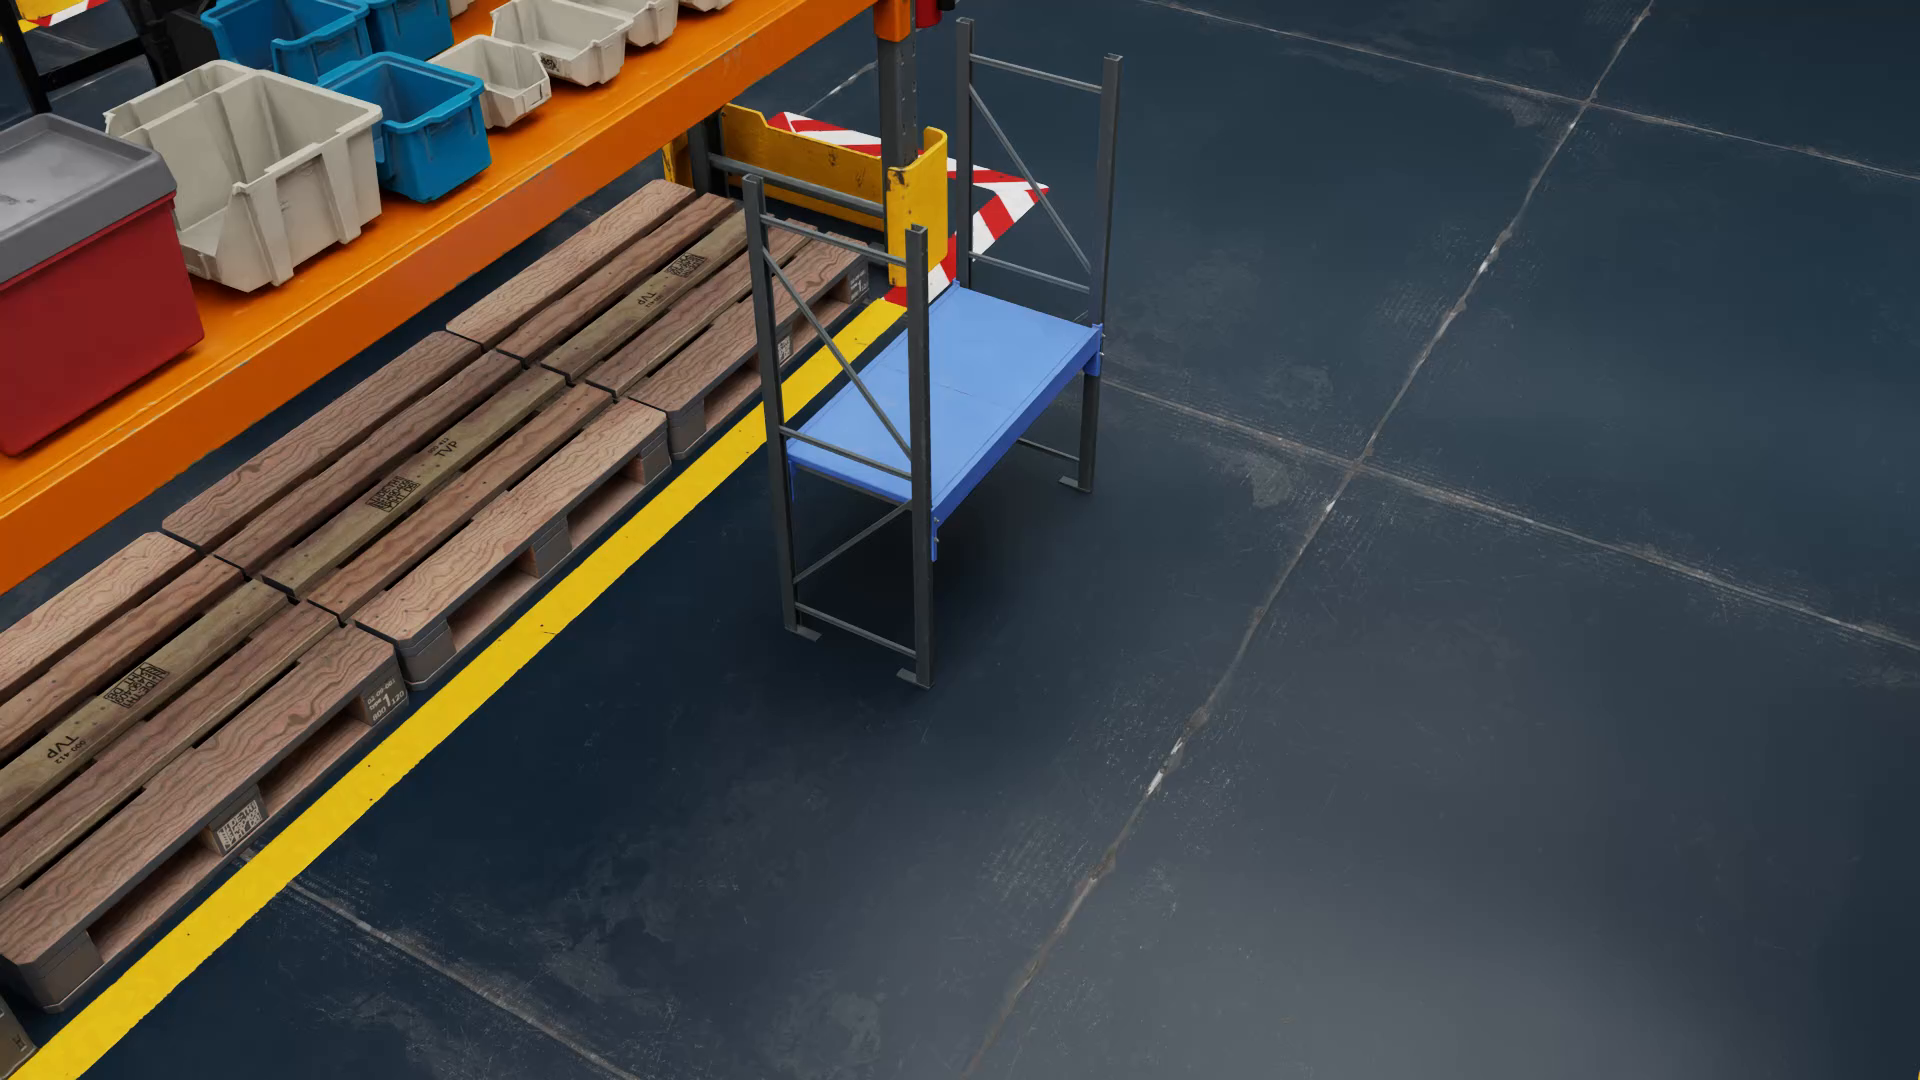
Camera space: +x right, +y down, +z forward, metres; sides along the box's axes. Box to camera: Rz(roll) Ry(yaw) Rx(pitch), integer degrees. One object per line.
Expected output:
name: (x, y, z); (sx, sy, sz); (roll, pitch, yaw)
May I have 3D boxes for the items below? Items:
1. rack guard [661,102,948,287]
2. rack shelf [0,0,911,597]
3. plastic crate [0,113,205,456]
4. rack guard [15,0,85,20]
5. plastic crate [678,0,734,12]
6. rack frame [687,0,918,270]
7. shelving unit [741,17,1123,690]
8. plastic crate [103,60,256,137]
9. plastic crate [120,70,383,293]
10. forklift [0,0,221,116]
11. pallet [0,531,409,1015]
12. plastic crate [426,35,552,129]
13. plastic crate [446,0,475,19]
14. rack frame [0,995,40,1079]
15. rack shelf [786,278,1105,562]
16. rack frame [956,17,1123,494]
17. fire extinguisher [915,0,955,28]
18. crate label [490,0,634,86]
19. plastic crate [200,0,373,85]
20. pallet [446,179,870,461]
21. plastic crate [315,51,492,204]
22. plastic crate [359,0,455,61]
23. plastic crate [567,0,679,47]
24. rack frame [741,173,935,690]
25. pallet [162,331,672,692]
rack guard: (-0.616, -1.428, 6.493); (1.175, 0.500, 0.348); (21, 45, 22)
rack shelf: (-1.618, -0.934, 4.585); (1.077, 0.370, 4.000); (21, 45, 22)
plastic crate: (-1.955, -0.534, 3.493); (0.402, 0.464, 0.583); (21, 45, 22)
rack guard: (-4.942, -3.007, 8.286); (1.175, 0.500, 0.348); (21, 45, 22)
plastic crate: (-0.868, -1.745, 5.116); (0.396, 0.136, 0.243); (21, 45, 22)
rack frame: (-0.617, -2.348, 5.647); (1.000, 3.000, 0.127); (21, 45, 22)
shelving unit: (-0.043, -0.514, 4.699); (0.538, 1.500, 1.048); (21, 45, 22)
plastic crate: (-2.007, -1.079, 4.359); (0.293, 0.136, 0.466); (21, 45, 22)
plastic crate: (-1.695, -0.850, 3.990); (0.437, 0.282, 0.530); (21, 45, 22)
forklift: (-2.763, -2.108, 5.426); (1.130, 2.935, 3.031); (25, 47, 26)
pallet: (-2.284, 0.554, 4.462); (1.003, 0.211, 1.213); (21, 45, 22)
plastic crate: (-1.276, -1.241, 4.544); (0.298, 0.136, 0.250); (21, 45, 22)
plastic crate: (-1.597, -1.695, 5.059); (0.250, 0.136, 0.298); (21, 45, 22)
rack frame: (-2.619, -0.059, 3.048); (1.000, 3.000, 0.127); (21, 45, 22)
rack shelf: (-0.043, -0.379, 4.818); (0.538, 0.185, 1.000); (21, 45, 22)
rack frame: (0.212, -0.805, 5.029); (0.500, 1.500, 0.032); (21, 45, 22)
fire extinguisher: (-0.148, -2.115, 5.723); (0.296, 0.674, 0.183); (21, 45, 22)
crate label: (-1.144, -1.417, 4.743); (0.396, 0.136, 0.243); (21, 45, 22)
plastic crate: (-1.835, -1.350, 4.595); (0.416, 0.233, 0.300); (21, 45, 22)
pallet: (-1.063, -0.843, 6.047); (1.003, 0.211, 1.213); (21, 45, 22)
plastic crate: (-1.423, -1.048, 4.252); (0.416, 0.233, 0.300); (21, 45, 22)
plastic crate: (-1.684, -1.522, 4.790); (0.416, 0.233, 0.300); (21, 45, 22)
plastic crate: (-1.026, -1.584, 4.933); (0.396, 0.136, 0.243); (21, 45, 22)
rack frame: (-0.297, -0.223, 4.369); (0.500, 1.500, 0.032); (21, 45, 22)
pallet: (-1.675, -0.147, 5.257); (1.003, 0.211, 1.213); (21, 45, 22)
